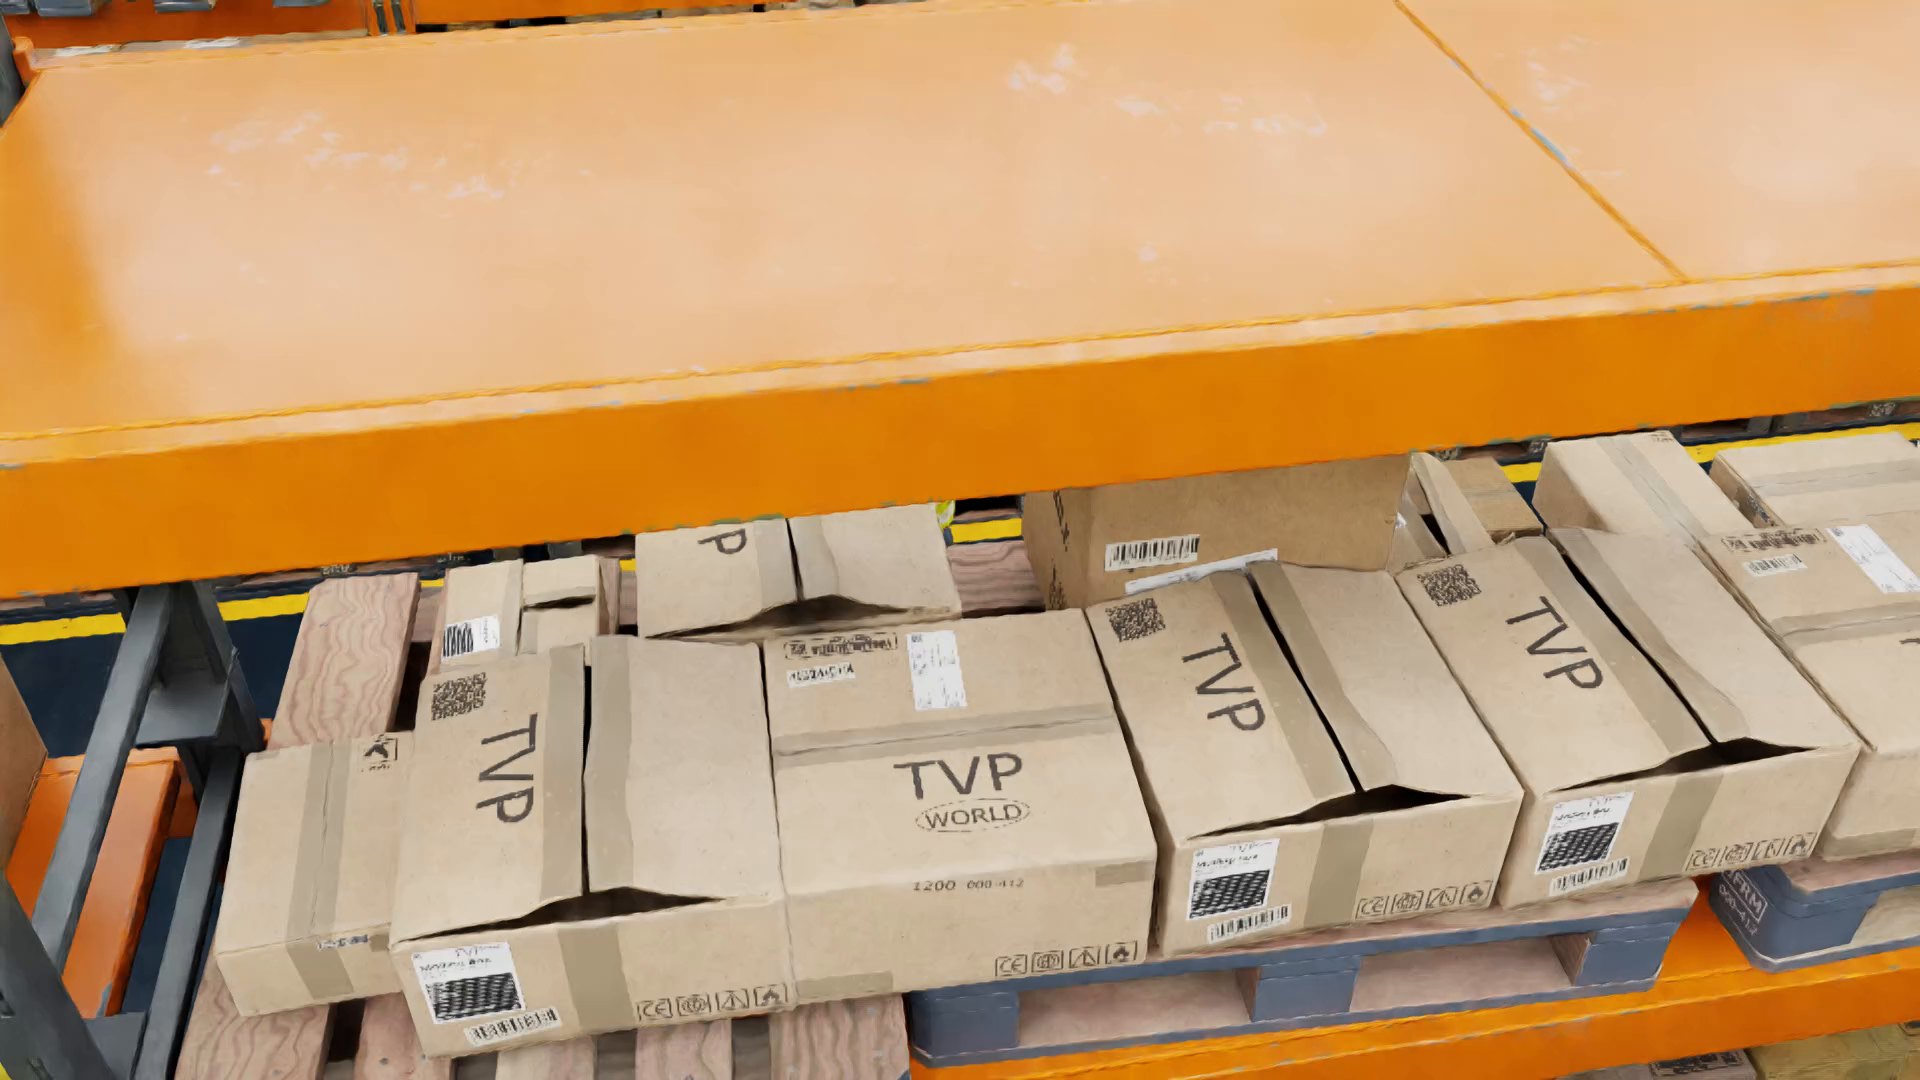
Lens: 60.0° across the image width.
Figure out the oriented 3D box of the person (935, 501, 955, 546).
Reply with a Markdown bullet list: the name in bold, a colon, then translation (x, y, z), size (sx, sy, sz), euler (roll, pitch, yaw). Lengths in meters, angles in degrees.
- **person**: translation (-0.156, -0.135, 6.795), size (0.426, 1.768, 0.586), euler (-6, 39, -7)
